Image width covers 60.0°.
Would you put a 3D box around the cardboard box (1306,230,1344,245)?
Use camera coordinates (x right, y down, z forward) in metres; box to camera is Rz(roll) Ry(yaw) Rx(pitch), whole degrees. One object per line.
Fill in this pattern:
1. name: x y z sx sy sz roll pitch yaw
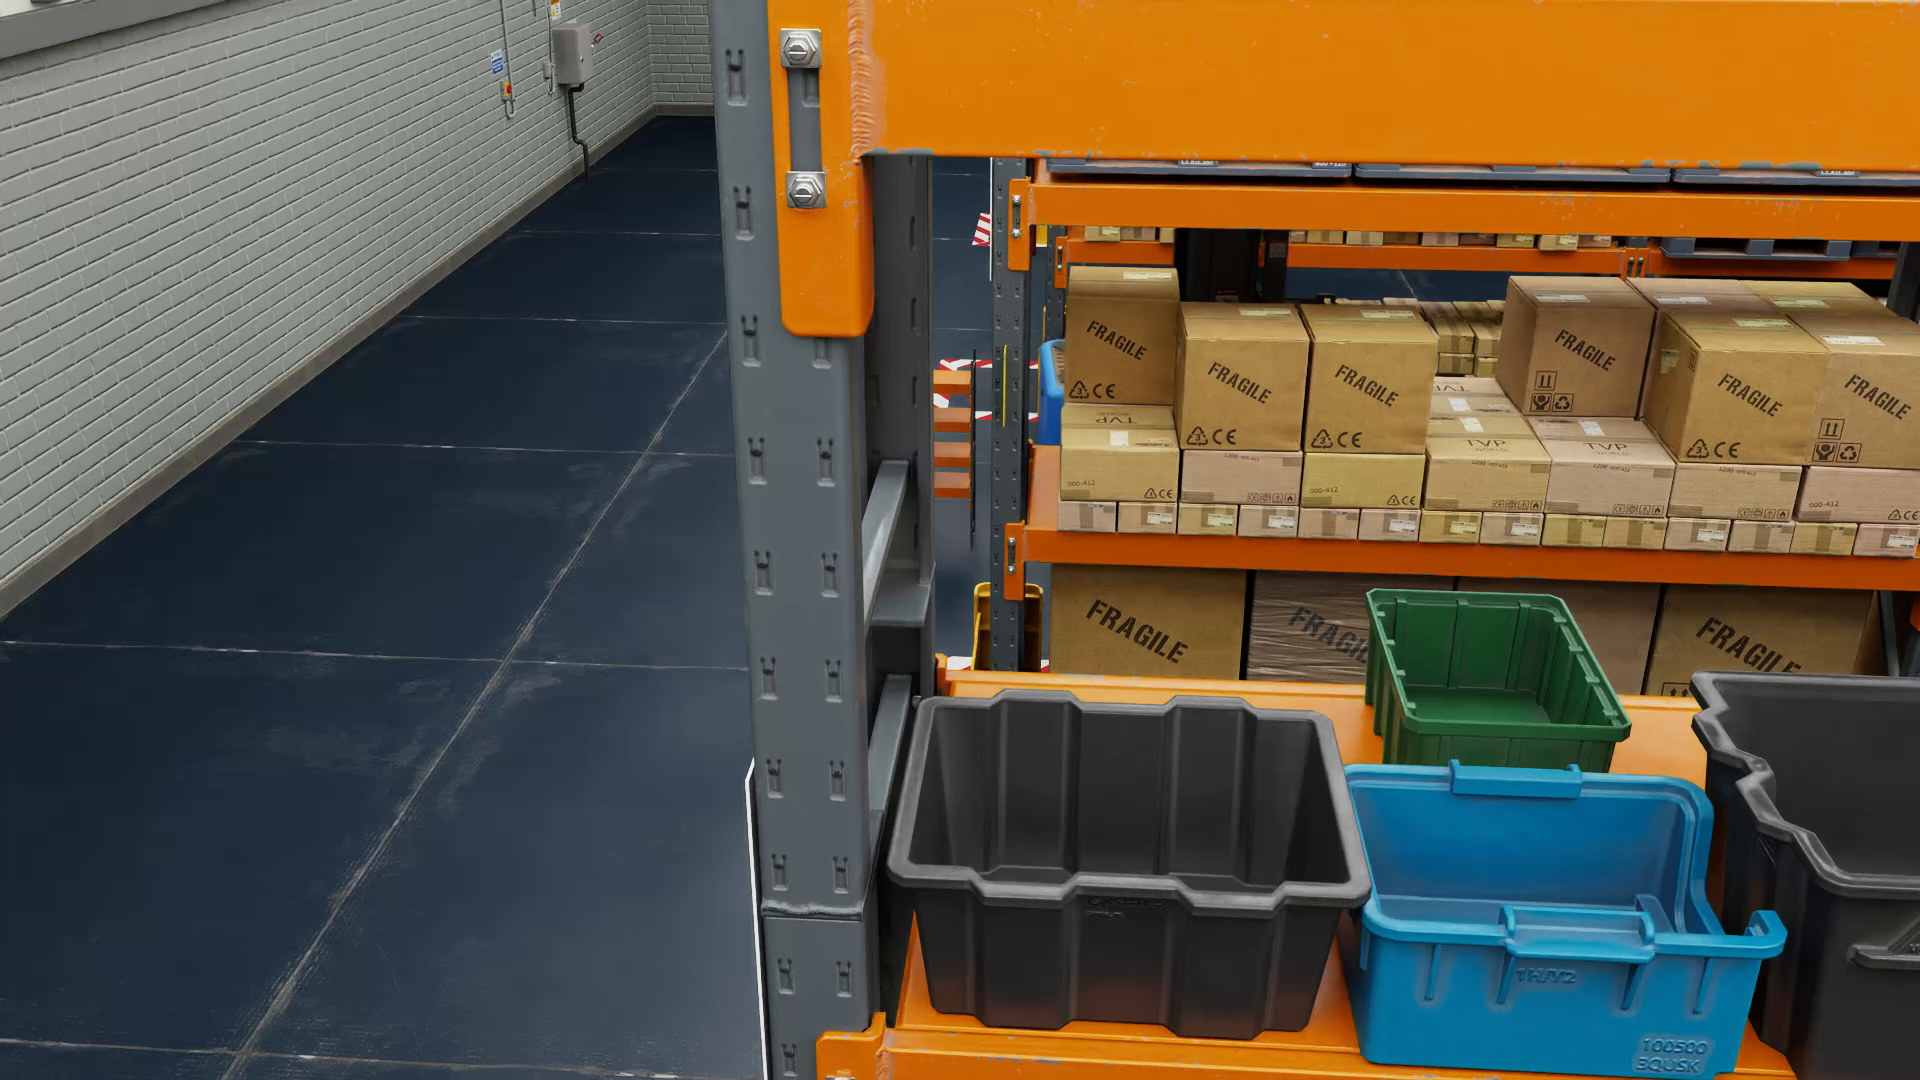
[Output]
1. cardboard box: 2.572 -2.216 11.777 0.250 0.149 0.380 3 25 6

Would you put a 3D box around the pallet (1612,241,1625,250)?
1. pallet: 6.976 -3.146 16.834 1.213 0.211 1.003 2 25 4

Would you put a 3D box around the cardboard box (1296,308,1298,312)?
1. cardboard box: 2.556 -1.698 12.548 0.250 0.149 0.380 1 25 2

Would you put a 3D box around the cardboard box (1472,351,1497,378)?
1. cardboard box: 3.825 -1.290 12.018 0.250 0.149 0.380 1 25 2

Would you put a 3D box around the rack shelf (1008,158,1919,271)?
1. rack shelf: 2.229 -1.413 7.005 4.000 0.370 1.077 2 25 4

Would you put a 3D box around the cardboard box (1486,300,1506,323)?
1. cardboard box: 4.105 -1.674 12.496 0.250 0.149 0.380 3 25 7

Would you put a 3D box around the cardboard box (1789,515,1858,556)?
1. cardboard box: 3.636 -0.081 7.137 0.250 0.149 0.380 2 25 5

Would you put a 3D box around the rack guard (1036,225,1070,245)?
1. rack guard: 0.969 -3.437 17.121 0.348 0.500 1.175 2 25 4

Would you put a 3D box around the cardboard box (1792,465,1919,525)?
1. cardboard box: 3.762 -0.285 7.105 0.500 0.250 0.500 1 25 3

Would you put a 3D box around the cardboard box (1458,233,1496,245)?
1. cardboard box: 3.622 -2.208 11.761 0.250 0.149 0.380 1 25 3

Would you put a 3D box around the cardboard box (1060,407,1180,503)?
1. cardboard box: 0.692 -0.380 7.312 0.500 0.250 0.500 1 25 3

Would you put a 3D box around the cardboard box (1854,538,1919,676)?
1. cardboard box: 4.862 0.473 7.673 0.875 0.875 1.225 2 25 4

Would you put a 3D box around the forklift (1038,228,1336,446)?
1. forklift: 2.005 -1.417 9.822 3.031 2.935 1.130 0 25 0

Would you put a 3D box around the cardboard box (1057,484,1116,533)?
1. cardboard box: 0.563 -0.178 7.350 0.250 0.149 0.380 2 25 5

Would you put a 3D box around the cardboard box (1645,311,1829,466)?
1. cardboard box: 3.245 -0.642 6.983 0.500 0.500 0.500 2 25 5

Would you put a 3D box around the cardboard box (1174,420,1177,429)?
1. cardboard box: 1.244 -0.587 7.761 0.500 0.250 0.500 1 25 3

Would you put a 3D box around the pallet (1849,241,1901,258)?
1. pallet: 6.714 -2.209 11.691 1.213 0.211 1.003 2 25 4

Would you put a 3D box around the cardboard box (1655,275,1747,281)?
1. cardboard box: 5.465 -1.855 12.283 0.500 0.250 0.500 1 25 3

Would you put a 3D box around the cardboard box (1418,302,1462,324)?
1. cardboard box: 3.588 -1.661 12.467 0.250 0.149 0.380 1 25 3

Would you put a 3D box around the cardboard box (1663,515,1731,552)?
1. cardboard box: 3.125 -0.097 7.173 0.250 0.149 0.380 2 25 5

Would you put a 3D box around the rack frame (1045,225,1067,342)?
1. rack frame: 0.715 -2.505 12.106 0.127 3.000 1.000 2 25 4

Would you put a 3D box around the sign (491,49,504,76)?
1. sign: -4.696 -4.847 16.872 0.001 0.218 0.327 2 25 4

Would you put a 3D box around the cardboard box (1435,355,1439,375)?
1. cardboard box: 3.327 -1.339 12.125 0.250 0.149 0.380 2 25 5

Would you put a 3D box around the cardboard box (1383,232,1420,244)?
1. cardboard box: 3.095 -2.216 11.779 0.250 0.149 0.380 1 25 3

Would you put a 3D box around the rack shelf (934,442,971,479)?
1. rack shelf: -0.165 -0.489 10.039 0.480 0.148 0.258 2 25 4

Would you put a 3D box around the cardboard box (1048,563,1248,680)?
1. cardboard box: 0.879 0.320 8.005 0.875 0.875 0.875 2 25 4

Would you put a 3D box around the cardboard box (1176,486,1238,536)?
1. cardboard box: 1.074 -0.163 7.316 0.250 0.149 0.380 1 25 3

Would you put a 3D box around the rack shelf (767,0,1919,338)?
1. rack shelf: 1.849 -0.530 1.975 4.000 0.370 1.077 2 25 4

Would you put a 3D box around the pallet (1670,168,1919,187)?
1. pallet: 3.408 -1.666 6.801 1.213 0.211 1.003 2 25 4

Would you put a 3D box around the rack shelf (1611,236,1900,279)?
1. rack shelf: 6.697 -1.987 11.840 4.000 0.370 1.077 2 25 4

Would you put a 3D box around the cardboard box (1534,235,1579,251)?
1. cardboard box: 4.135 -2.138 11.608 0.250 0.149 0.380 1 25 3

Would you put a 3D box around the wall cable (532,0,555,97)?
1. wall cable: -4.534 -5.795 18.041 0.122 1.984 0.588 2 25 4

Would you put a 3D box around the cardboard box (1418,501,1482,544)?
1. cardboard box: 2.097 -0.130 7.244 0.250 0.149 0.380 1 25 3

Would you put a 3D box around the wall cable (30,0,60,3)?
1. wall cable: -5.140 -6.246 9.209 0.120 5.999 2.277 2 25 4

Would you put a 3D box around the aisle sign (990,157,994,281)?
1. aisle sign: 0.140 -1.500 6.811 0.004 0.787 0.394 2 25 4

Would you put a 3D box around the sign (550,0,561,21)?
1. sign: -4.535 -5.972 18.652 0.001 0.242 0.339 2 25 4

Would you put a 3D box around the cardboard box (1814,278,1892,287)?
1. cardboard box: 6.505 -1.822 12.212 0.500 0.250 0.500 1 25 2

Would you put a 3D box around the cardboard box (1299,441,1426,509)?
1. cardboard box: 1.712 -0.349 7.244 0.500 0.250 0.500 1 25 2

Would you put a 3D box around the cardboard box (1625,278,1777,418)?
1. cardboard box: 3.274 -0.862 7.461 0.500 0.500 0.500 2 25 4

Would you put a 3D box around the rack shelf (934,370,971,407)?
1. rack shelf: -0.165 -0.907 9.846 0.480 0.148 0.258 2 25 4

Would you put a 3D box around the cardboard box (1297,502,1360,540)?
1. cardboard box: 1.588 -0.146 7.280 0.250 0.149 0.380 1 25 3

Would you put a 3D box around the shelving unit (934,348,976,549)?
1. shelving unit: -0.165 -0.550 10.011 0.503 1.200 0.258 2 25 4

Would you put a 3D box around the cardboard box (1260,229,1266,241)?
1. cardboard box: 2.071 -2.252 11.857 0.250 0.149 0.380 2 25 3

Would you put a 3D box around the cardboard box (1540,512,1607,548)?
1. cardboard box: 2.612 -0.113 7.209 0.250 0.149 0.380 1 25 3

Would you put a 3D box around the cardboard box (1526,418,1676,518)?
1. cardboard box: 2.737 -0.317 7.174 0.500 0.250 0.500 2 25 5

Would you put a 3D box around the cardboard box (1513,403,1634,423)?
1. cardboard box: 2.762 -0.537 7.652 0.500 0.250 0.500 2 25 5

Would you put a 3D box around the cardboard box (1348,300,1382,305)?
1. cardboard box: 3.062 -1.677 12.503 0.250 0.149 0.380 1 25 2

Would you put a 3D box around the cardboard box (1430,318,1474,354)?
1. cardboard box: 3.569 -1.484 12.082 0.250 0.149 0.380 3 25 6

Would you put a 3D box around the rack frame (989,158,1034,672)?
1. rack frame: 0.234 -0.441 7.621 0.127 3.000 1.000 2 25 4

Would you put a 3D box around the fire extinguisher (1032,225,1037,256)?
1. fire extinguisher: 0.499 -2.501 12.636 0.183 0.674 0.296 2 25 4

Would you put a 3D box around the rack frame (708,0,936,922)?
1. rack frame: -0.145 -1.102 1.881 0.127 3.000 1.000 2 25 4

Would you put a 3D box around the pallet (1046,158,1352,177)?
1. pallet: 0.975 -1.744 6.970 1.213 0.211 1.003 2 25 4

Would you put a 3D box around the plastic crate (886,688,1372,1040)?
1. plastic crate: 0.218 0.448 2.256 0.590 0.269 0.497 2 25 4

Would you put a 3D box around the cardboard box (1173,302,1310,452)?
1. cardboard box: 1.191 -0.705 7.121 0.500 0.500 0.500 1 25 3

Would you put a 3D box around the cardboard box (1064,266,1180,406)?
1. cardboard box: 0.740 -0.943 7.637 0.500 0.500 0.500 2 25 5

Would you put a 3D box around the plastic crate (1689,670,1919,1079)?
1. plastic crate: 1.357 0.452 2.165 0.767 0.338 0.504 2 25 4

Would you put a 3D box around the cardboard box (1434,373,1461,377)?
1. cardboard box: 3.512 -1.227 12.237 0.250 0.149 0.380 1 25 3

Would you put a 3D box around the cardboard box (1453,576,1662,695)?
1. cardboard box: 2.673 0.378 7.880 0.875 0.875 0.875 2 25 4

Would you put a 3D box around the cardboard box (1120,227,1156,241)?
1. cardboard box: 1.270 -2.253 11.859 0.250 0.149 0.380 3 25 6
